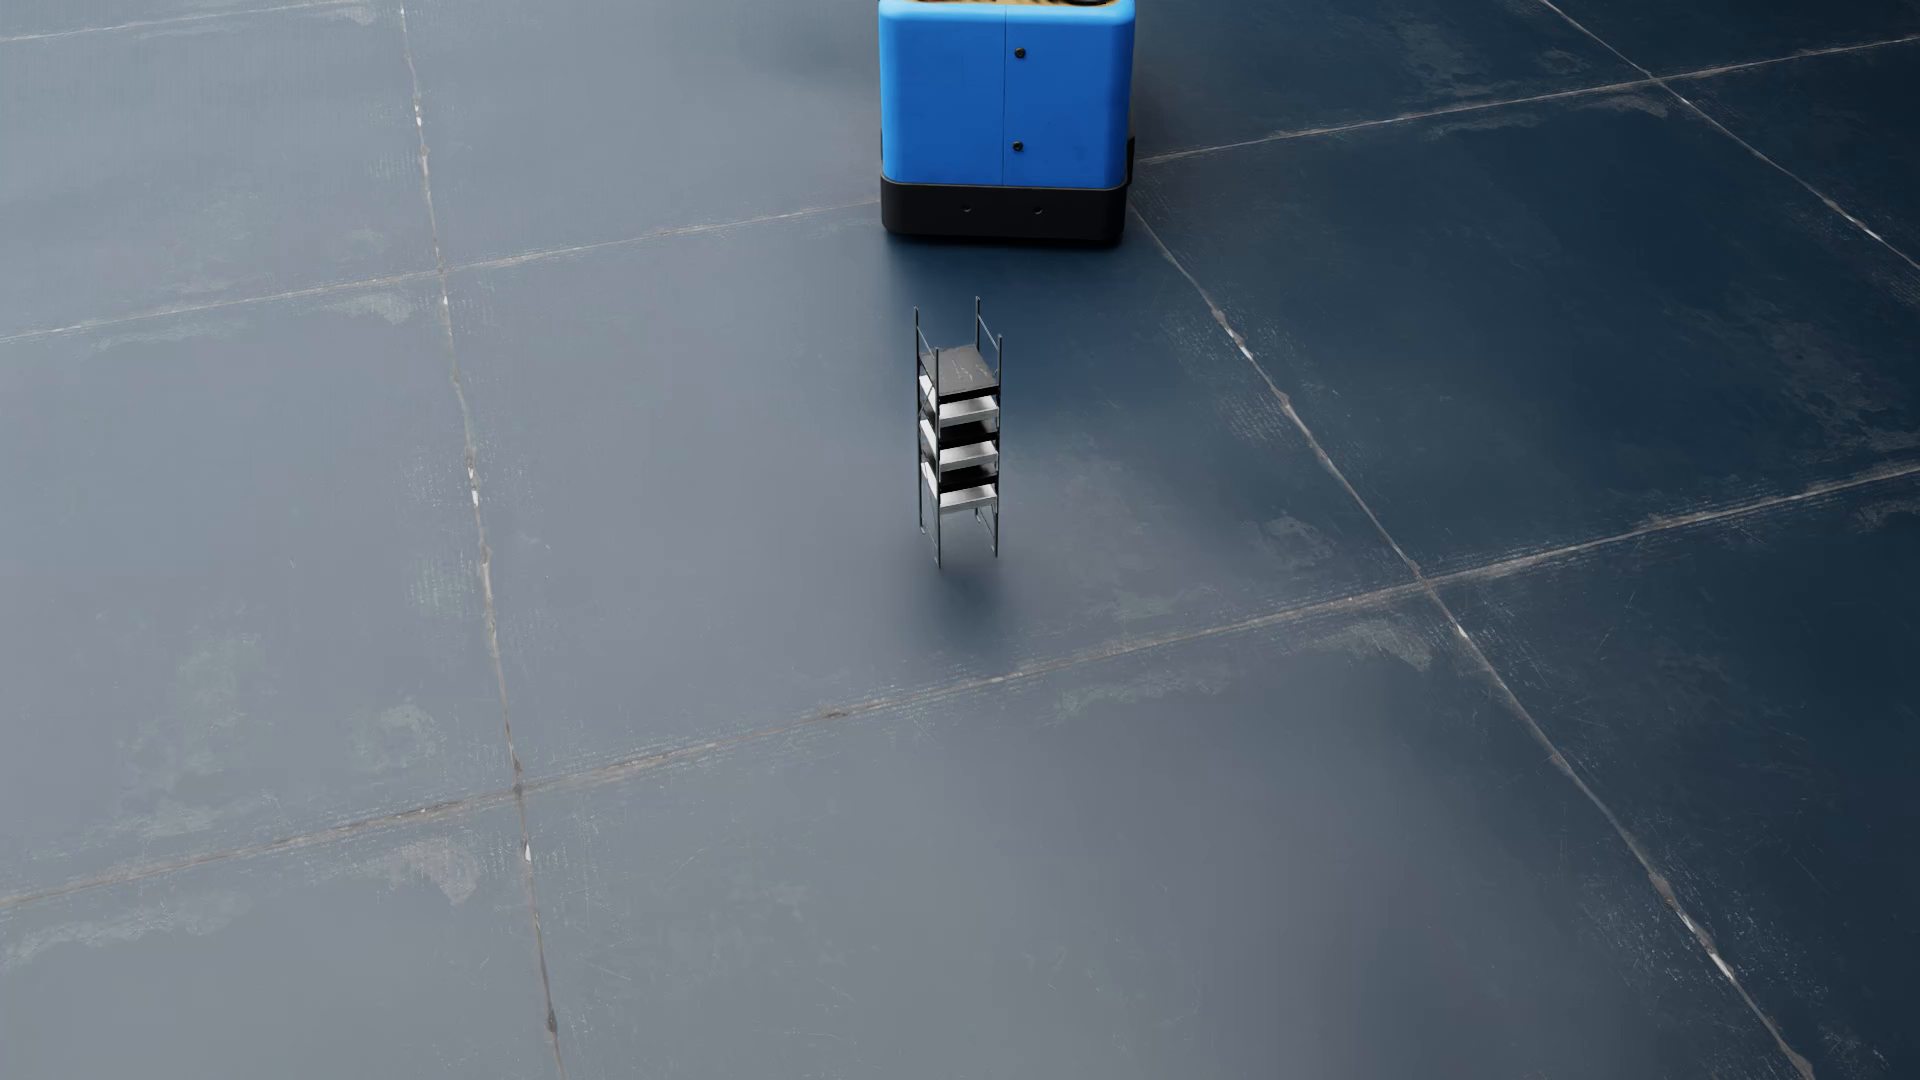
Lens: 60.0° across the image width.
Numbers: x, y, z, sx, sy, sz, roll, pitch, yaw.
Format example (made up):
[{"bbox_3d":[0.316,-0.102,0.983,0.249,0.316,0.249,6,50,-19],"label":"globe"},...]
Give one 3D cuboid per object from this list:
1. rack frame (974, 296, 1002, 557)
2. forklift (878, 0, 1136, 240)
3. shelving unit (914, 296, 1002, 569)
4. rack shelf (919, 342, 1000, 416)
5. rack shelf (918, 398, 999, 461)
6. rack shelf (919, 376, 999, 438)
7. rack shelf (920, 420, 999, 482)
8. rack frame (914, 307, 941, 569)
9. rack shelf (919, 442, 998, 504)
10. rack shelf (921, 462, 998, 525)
[{"bbox_3d":[0.089,-0.357,5.475,0.006,0.900,0.240,-12,42,-13],"label":"rack frame"},{"bbox_3d":[0.271,-3.343,7.348,1.130,2.935,3.031,2,41,3],"label":"forklift"},{"bbox_3d":[-0.008,-0.337,5.452,0.210,0.900,0.258,-12,42,-13],"label":"shelving unit"},{"bbox_3d":[-0.008,-0.516,5.296,0.200,0.077,0.258,-12,42,-13],"label":"rack shelf"},{"bbox_3d":[-0.008,-0.380,5.415,0.200,0.077,0.258,-12,42,-13],"label":"rack shelf"},{"bbox_3d":[-0.008,-0.448,5.356,0.200,0.077,0.258,-12,42,-13],"label":"rack shelf"},{"bbox_3d":[-0.008,-0.312,5.474,0.200,0.077,0.258,-12,42,-13],"label":"rack shelf"},{"bbox_3d":[-0.105,-0.317,5.429,0.006,0.900,0.240,-12,42,-13],"label":"rack frame"},{"bbox_3d":[-0.008,-0.244,5.533,0.200,0.077,0.258,-12,42,-13],"label":"rack shelf"},{"bbox_3d":[-0.008,-0.177,5.592,0.200,0.077,0.258,-12,42,-13],"label":"rack shelf"}]
